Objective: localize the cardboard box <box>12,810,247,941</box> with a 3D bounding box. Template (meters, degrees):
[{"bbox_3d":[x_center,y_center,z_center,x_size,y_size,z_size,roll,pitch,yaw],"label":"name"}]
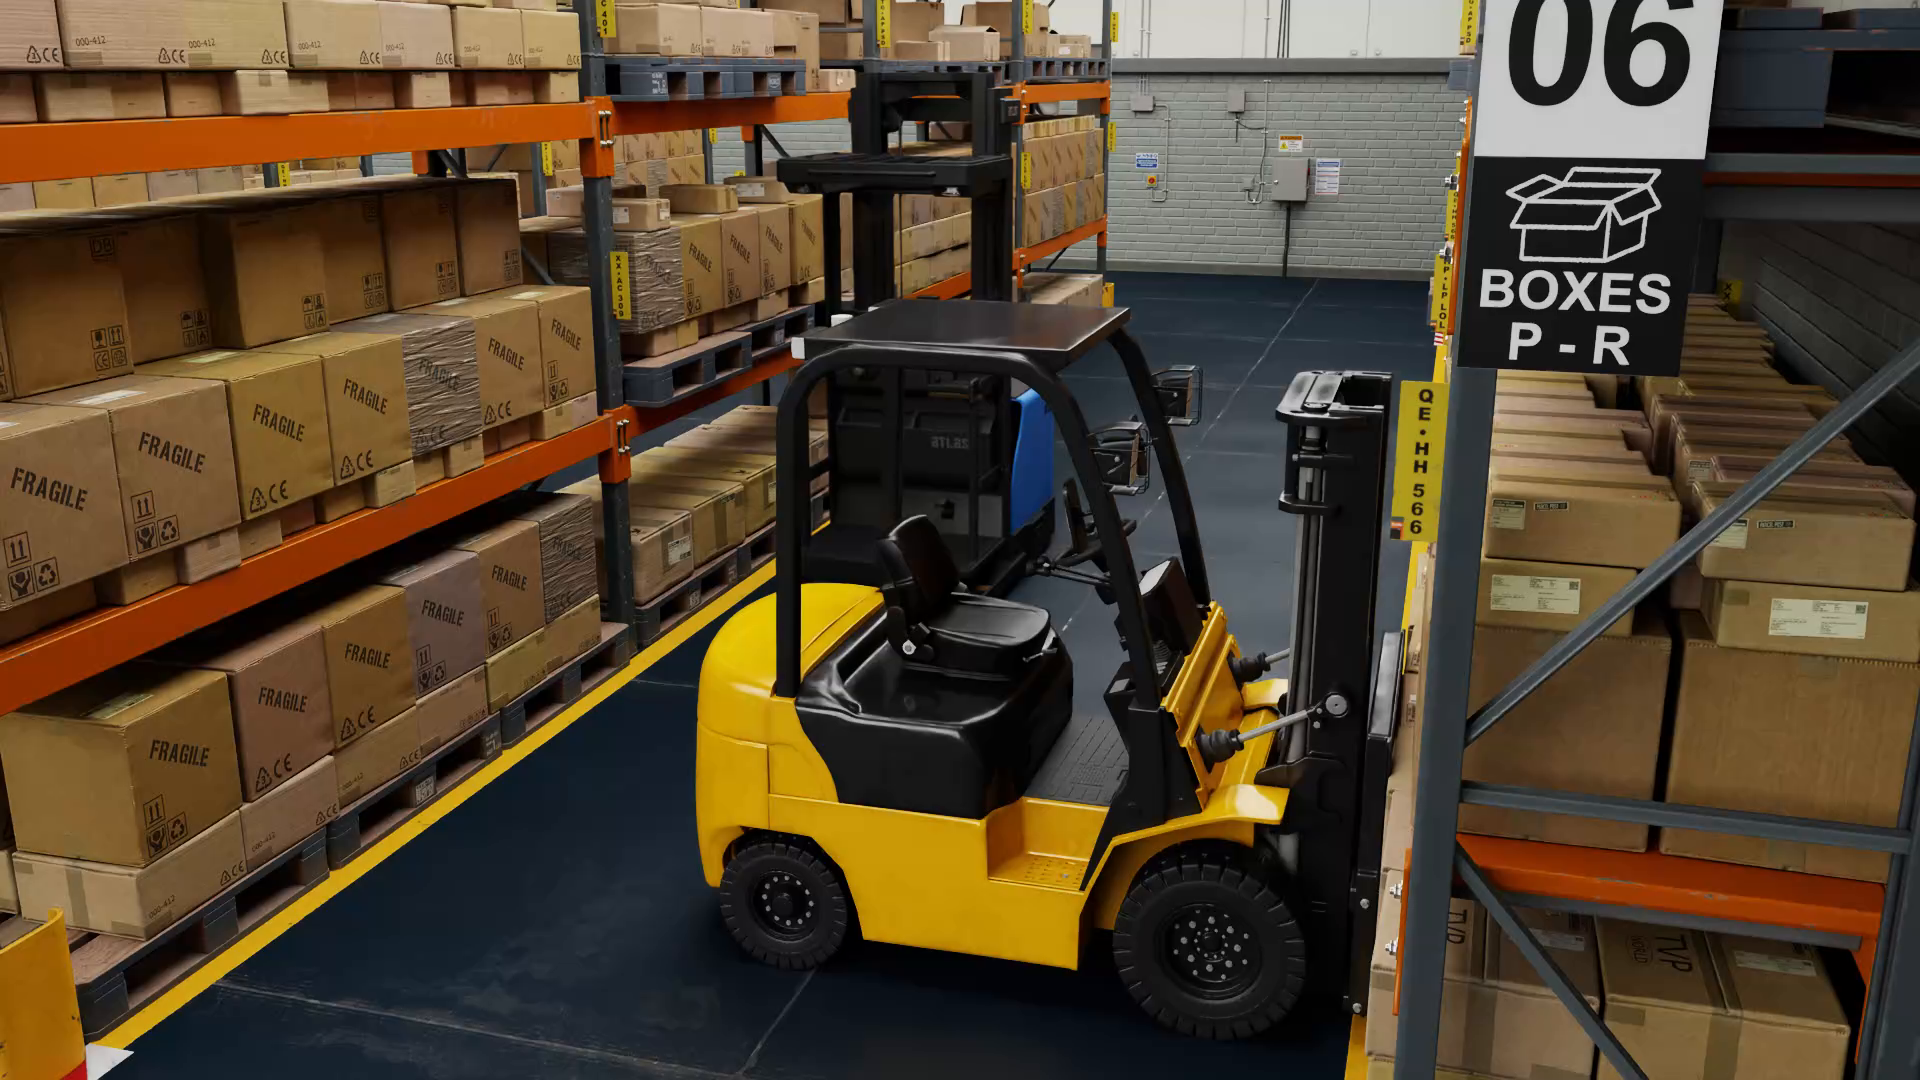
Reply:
[{"bbox_3d":[-2.828,1.109,5.690,0.500,0.250,0.500,4,16,15],"label":"cardboard box"}]

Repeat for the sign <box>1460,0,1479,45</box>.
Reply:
[{"bbox_3d":[3.191,-3.265,10.400,0.100,0.325,0.005,5,16,16],"label":"sign"}]

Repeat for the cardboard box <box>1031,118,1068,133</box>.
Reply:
[{"bbox_3d":[0.912,-4.334,17.409,0.380,0.149,0.250,5,17,18],"label":"cardboard box"}]

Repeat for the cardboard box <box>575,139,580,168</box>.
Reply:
[{"bbox_3d":[-4.193,-4.227,17.674,0.500,0.500,0.500,4,16,14],"label":"cardboard box"}]

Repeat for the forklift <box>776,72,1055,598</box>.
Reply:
[{"bbox_3d":[-0.317,-1.066,9.217,1.130,2.935,3.031,5,17,17],"label":"forklift"}]

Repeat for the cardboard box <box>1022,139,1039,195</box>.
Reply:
[{"bbox_3d":[0.455,-3.596,15.995,0.500,0.500,0.500,5,17,16],"label":"cardboard box"}]

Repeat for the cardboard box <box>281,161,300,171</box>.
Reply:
[{"bbox_3d":[-8.814,-4.972,21.219,0.500,0.500,0.500,4,16,15],"label":"cardboard box"}]

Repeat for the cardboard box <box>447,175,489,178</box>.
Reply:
[{"bbox_3d":[-4.765,-3.428,16.019,0.380,0.149,0.250,4,16,14],"label":"cardboard box"}]

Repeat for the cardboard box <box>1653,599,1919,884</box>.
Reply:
[{"bbox_3d":[1.845,0.406,3.718,0.500,0.500,0.500,5,17,18],"label":"cardboard box"}]

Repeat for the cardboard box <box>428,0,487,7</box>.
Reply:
[{"bbox_3d":[-2.175,-2.261,6.806,0.380,0.149,0.250,5,17,18],"label":"cardboard box"}]

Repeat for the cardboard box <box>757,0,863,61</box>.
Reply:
[{"bbox_3d":[-1.087,-3.720,11.991,0.797,0.503,0.637,4,16,12],"label":"cardboard box"}]

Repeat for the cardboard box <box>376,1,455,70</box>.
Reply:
[{"bbox_3d":[-2.355,-1.981,6.550,0.500,0.250,0.500,4,16,15],"label":"cardboard box"}]

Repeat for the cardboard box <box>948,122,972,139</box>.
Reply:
[{"bbox_3d":[0.049,-3.968,16.118,0.380,0.149,0.250,5,17,17],"label":"cardboard box"}]

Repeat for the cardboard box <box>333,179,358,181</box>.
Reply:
[{"bbox_3d":[-5.606,-3.280,15.498,0.380,0.149,0.250,5,17,18],"label":"cardboard box"}]

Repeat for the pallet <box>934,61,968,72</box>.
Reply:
[{"bbox_3d":[-0.602,-3.732,13.340,1.003,0.211,1.213,5,17,18],"label":"pallet"}]

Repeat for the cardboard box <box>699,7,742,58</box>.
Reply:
[{"bbox_3d":[-1.492,-2.696,8.845,0.500,0.250,0.500,4,16,15],"label":"cardboard box"}]

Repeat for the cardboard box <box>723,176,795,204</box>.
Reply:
[{"bbox_3d":[-1.244,-2.170,10.297,0.380,0.149,0.250,4,16,13],"label":"cardboard box"}]

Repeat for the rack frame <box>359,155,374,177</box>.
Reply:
[{"bbox_3d":[-8.277,-4.776,22.171,1.000,3.000,0.127,5,16,16],"label":"rack frame"}]

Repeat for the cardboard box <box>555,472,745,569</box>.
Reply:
[{"bbox_3d":[-1.838,-0.132,9.843,0.950,0.372,0.625,6,17,19],"label":"cardboard box"}]

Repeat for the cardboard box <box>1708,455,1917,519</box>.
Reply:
[{"bbox_3d":[1.873,-0.077,3.687,0.380,0.149,0.250,5,17,18],"label":"cardboard box"}]

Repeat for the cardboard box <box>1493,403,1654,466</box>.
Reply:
[{"bbox_3d":[1.568,-0.248,4.290,0.380,0.149,0.250,5,17,16],"label":"cardboard box"}]

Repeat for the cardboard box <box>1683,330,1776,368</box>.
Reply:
[{"bbox_3d":[2.496,-0.611,5.570,0.380,0.149,0.250,4,16,15],"label":"cardboard box"}]

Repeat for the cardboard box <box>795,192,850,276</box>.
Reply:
[{"bbox_3d":[-1.048,-2.031,10.996,0.500,0.500,0.500,4,16,15],"label":"cardboard box"}]

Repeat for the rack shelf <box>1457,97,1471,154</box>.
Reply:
[{"bbox_3d":[3.143,-2.105,8.573,1.077,0.370,4.000,5,16,16],"label":"rack shelf"}]

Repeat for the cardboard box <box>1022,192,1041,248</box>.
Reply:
[{"bbox_3d":[0.472,-3.112,16.120,0.500,0.500,0.500,5,17,18],"label":"cardboard box"}]

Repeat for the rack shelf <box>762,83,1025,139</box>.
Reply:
[{"bbox_3d":[-0.481,-3.535,13.617,1.077,0.370,4.000,5,16,16],"label":"rack shelf"}]

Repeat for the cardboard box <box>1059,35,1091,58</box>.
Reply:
[{"bbox_3d":[1.183,-5.504,18.562,0.500,0.250,0.500,3,16,11],"label":"cardboard box"}]

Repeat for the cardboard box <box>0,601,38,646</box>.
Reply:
[{"bbox_3d":[-3.028,0.226,4.995,0.380,0.149,0.250,5,16,16],"label":"cardboard box"}]

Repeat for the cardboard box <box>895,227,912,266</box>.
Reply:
[{"bbox_3d":[-0.668,-2.196,12.435,0.500,0.250,0.500,5,16,15],"label":"cardboard box"}]

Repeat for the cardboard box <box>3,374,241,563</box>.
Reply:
[{"bbox_3d":[-2.778,-0.251,5.489,0.500,0.500,0.500,5,17,18],"label":"cardboard box"}]

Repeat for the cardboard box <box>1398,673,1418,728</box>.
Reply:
[{"bbox_3d":[1.694,0.659,5.448,0.500,0.250,0.500,4,16,15],"label":"cardboard box"}]

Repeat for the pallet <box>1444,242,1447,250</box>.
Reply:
[{"bbox_3d":[4.516,-2.284,13.738,1.003,0.211,1.213,5,16,16],"label":"pallet"}]

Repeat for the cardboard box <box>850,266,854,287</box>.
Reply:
[{"bbox_3d":[-0.924,-1.816,11.426,0.380,0.149,0.250,5,17,17],"label":"cardboard box"}]

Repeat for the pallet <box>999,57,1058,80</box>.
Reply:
[{"bbox_3d":[0.330,-4.575,16.127,1.003,0.211,1.213,5,16,16],"label":"pallet"}]

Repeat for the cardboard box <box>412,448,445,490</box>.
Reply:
[{"bbox_3d":[-2.372,-0.309,6.882,0.380,0.149,0.250,4,16,15],"label":"cardboard box"}]

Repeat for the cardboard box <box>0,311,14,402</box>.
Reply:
[{"bbox_3d":[-3.387,-0.645,5.044,0.700,0.500,0.500,4,16,15],"label":"cardboard box"}]

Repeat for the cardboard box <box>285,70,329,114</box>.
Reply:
[{"bbox_3d":[-2.518,-1.616,5.993,0.380,0.149,0.250,4,16,14],"label":"cardboard box"}]

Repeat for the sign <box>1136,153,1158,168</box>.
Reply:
[{"bbox_3d":[2.775,-5.634,24.702,0.327,0.218,0.001,5,16,16],"label":"sign"}]

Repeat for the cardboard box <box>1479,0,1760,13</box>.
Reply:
[{"bbox_3d":[1.330,-1.314,3.331,0.500,0.500,0.500,5,17,18],"label":"cardboard box"}]

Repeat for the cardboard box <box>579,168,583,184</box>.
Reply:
[{"bbox_3d":[-4.171,-3.750,17.825,0.500,0.500,0.500,5,16,16],"label":"cardboard box"}]

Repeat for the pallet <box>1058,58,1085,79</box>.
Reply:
[{"bbox_3d":[0.679,-4.893,17.249,1.003,0.211,1.213,5,16,16],"label":"pallet"}]

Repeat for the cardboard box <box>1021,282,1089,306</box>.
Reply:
[{"bbox_3d":[0.881,-2.557,18.272,0.875,0.438,0.875,5,17,17],"label":"cardboard box"}]

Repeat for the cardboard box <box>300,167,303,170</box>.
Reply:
[{"bbox_3d":[-8.672,-4.743,21.782,0.500,0.250,0.500,4,16,14],"label":"cardboard box"}]

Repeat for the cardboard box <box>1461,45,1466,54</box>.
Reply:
[{"bbox_3d":[4.013,-3.769,12.631,0.380,0.149,0.250,5,17,17],"label":"cardboard box"}]

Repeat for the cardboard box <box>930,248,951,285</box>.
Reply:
[{"bbox_3d":[-0.385,-2.224,13.447,0.500,0.250,0.500,5,17,18],"label":"cardboard box"}]

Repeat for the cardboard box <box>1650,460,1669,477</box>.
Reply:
[{"bbox_3d":[2.240,-0.266,4.897,0.380,0.149,0.250,5,16,16],"label":"cardboard box"}]

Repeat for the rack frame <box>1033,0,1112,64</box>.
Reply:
[{"bbox_3d":[1.224,-6.894,18.643,1.000,3.000,0.127,5,16,16],"label":"rack frame"}]

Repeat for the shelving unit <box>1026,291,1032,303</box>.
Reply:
[{"bbox_3d":[0.183,-0.879,11.180,0.431,1.500,0.755,5,17,17],"label":"shelving unit"}]

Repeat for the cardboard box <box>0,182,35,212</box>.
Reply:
[{"bbox_3d":[-6.537,-2.152,10.904,0.700,0.500,0.500,5,17,16],"label":"cardboard box"}]

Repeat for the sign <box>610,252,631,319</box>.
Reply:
[{"bbox_3d":[-1.663,-1.245,8.134,0.100,0.325,0.005,5,16,16],"label":"sign"}]

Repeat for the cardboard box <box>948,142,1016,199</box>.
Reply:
[{"bbox_3d":[0.201,-3.354,15.142,0.500,0.500,0.500,5,17,18],"label":"cardboard box"}]

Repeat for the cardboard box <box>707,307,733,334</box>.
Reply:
[{"bbox_3d":[-1.526,-1.278,9.530,0.380,0.149,0.250,5,17,17],"label":"cardboard box"}]

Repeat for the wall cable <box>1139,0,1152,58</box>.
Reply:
[{"bbox_3d":[2.571,-8.404,23.967,0.463,3.000,0.029,5,16,16],"label":"wall cable"}]
